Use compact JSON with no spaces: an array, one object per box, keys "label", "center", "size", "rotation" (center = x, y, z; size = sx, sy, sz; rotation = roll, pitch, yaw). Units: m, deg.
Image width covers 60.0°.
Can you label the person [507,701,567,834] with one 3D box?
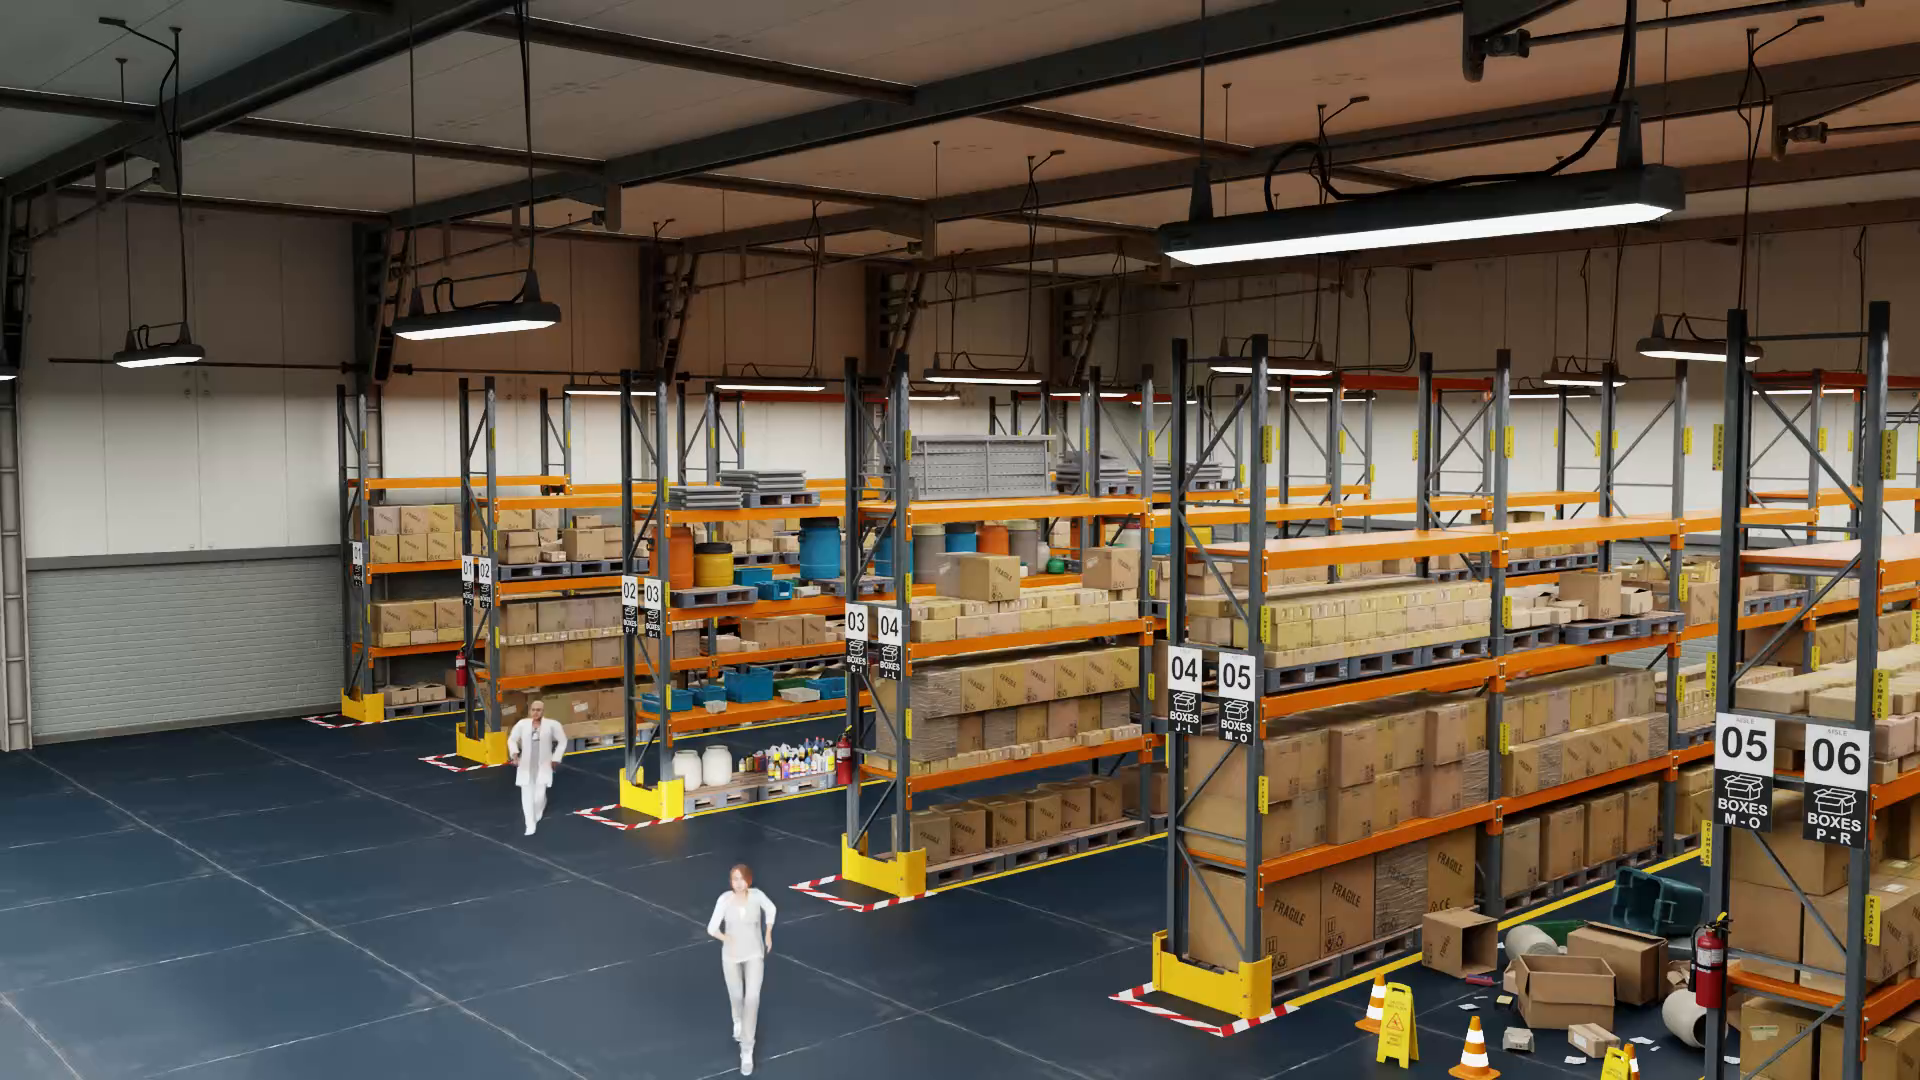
[{"label":"person","center":[-5.435,2.912,21.347],"size":[0.746,1.718,0.702],"rotation":[0,4,-4]}]

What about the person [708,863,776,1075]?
[{"label":"person","center":[-1.795,3.476,13.702],"size":[0.545,1.606,0.800],"rotation":[0,4,-3]}]

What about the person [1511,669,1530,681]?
[{"label":"person","center":[8.348,2.672,24.796],"size":[0.754,1.732,0.666],"rotation":[-3,5,-42]}]
